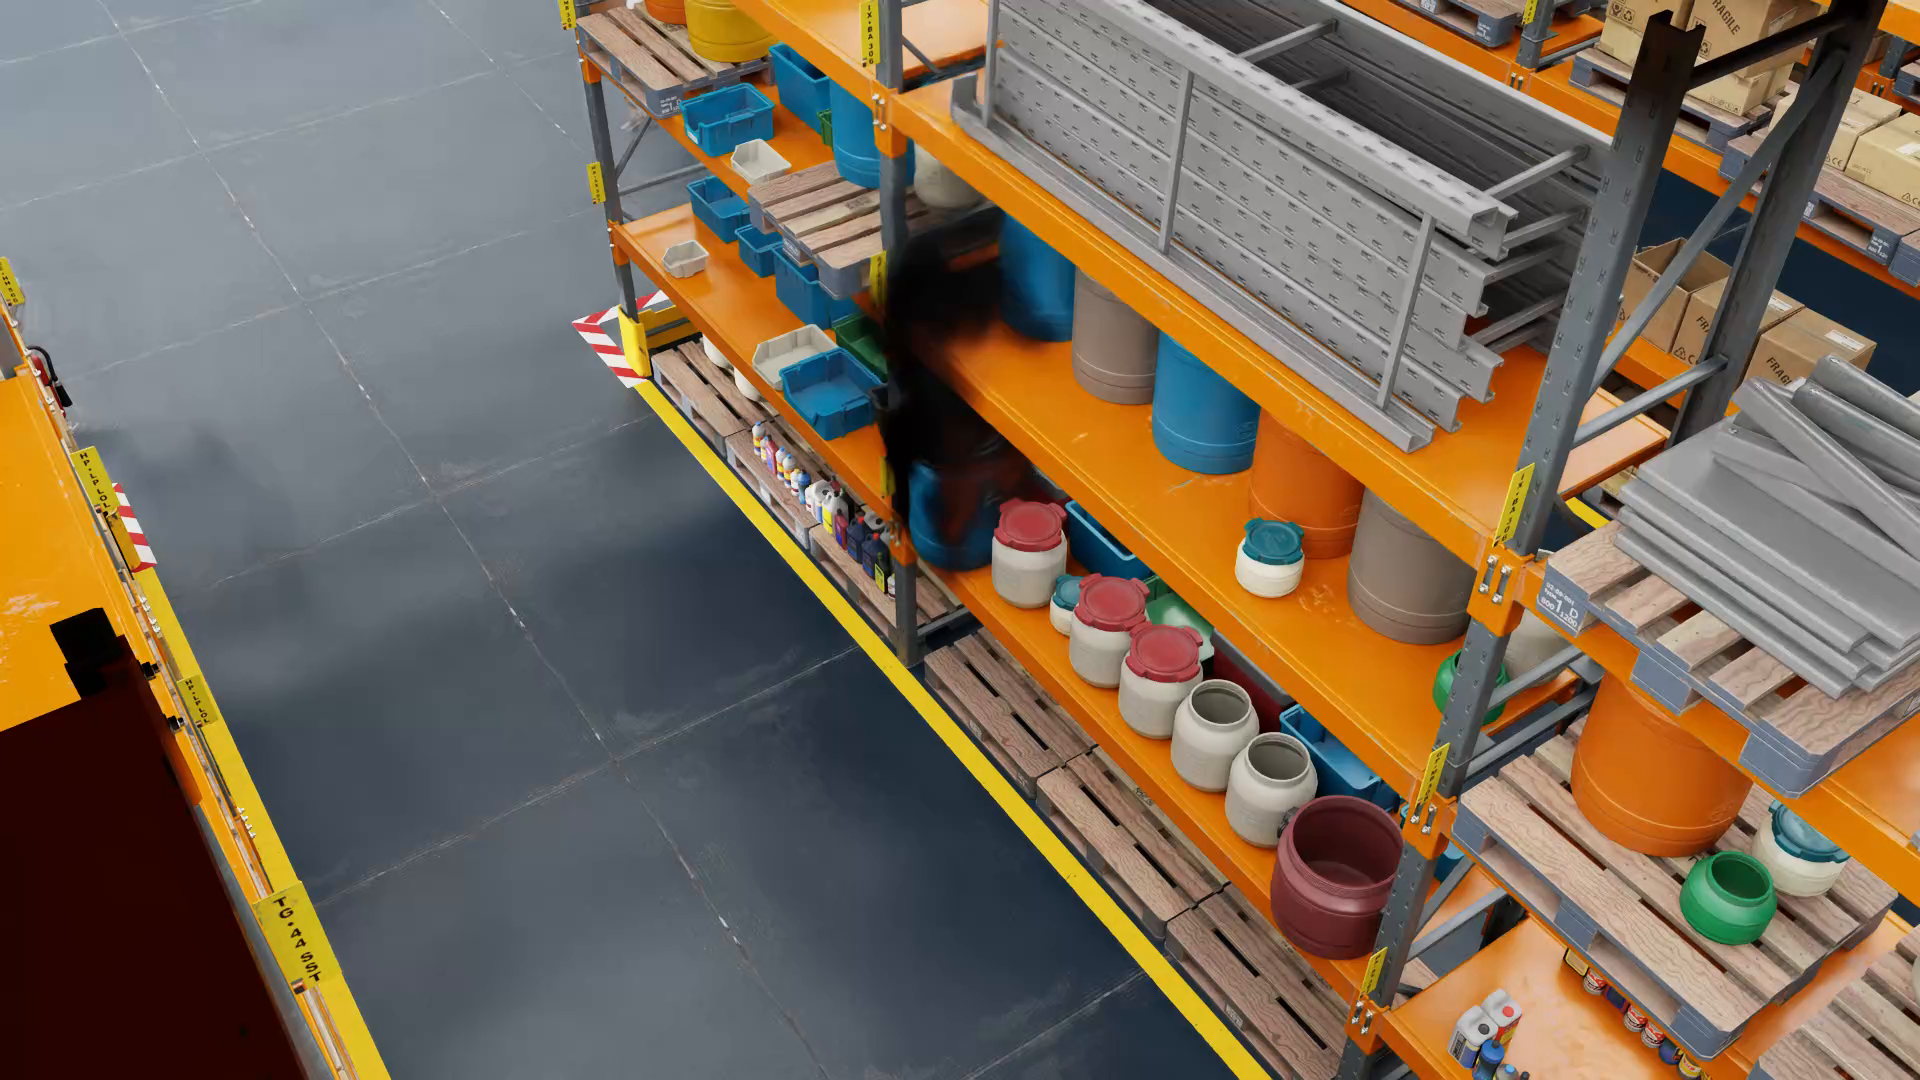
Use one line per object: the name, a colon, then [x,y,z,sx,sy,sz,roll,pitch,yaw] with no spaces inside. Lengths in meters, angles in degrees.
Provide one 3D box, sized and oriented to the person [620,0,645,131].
person: [-2.899,-4.537,15.486,0.775,1.731,0.577,-3,43,-4]
